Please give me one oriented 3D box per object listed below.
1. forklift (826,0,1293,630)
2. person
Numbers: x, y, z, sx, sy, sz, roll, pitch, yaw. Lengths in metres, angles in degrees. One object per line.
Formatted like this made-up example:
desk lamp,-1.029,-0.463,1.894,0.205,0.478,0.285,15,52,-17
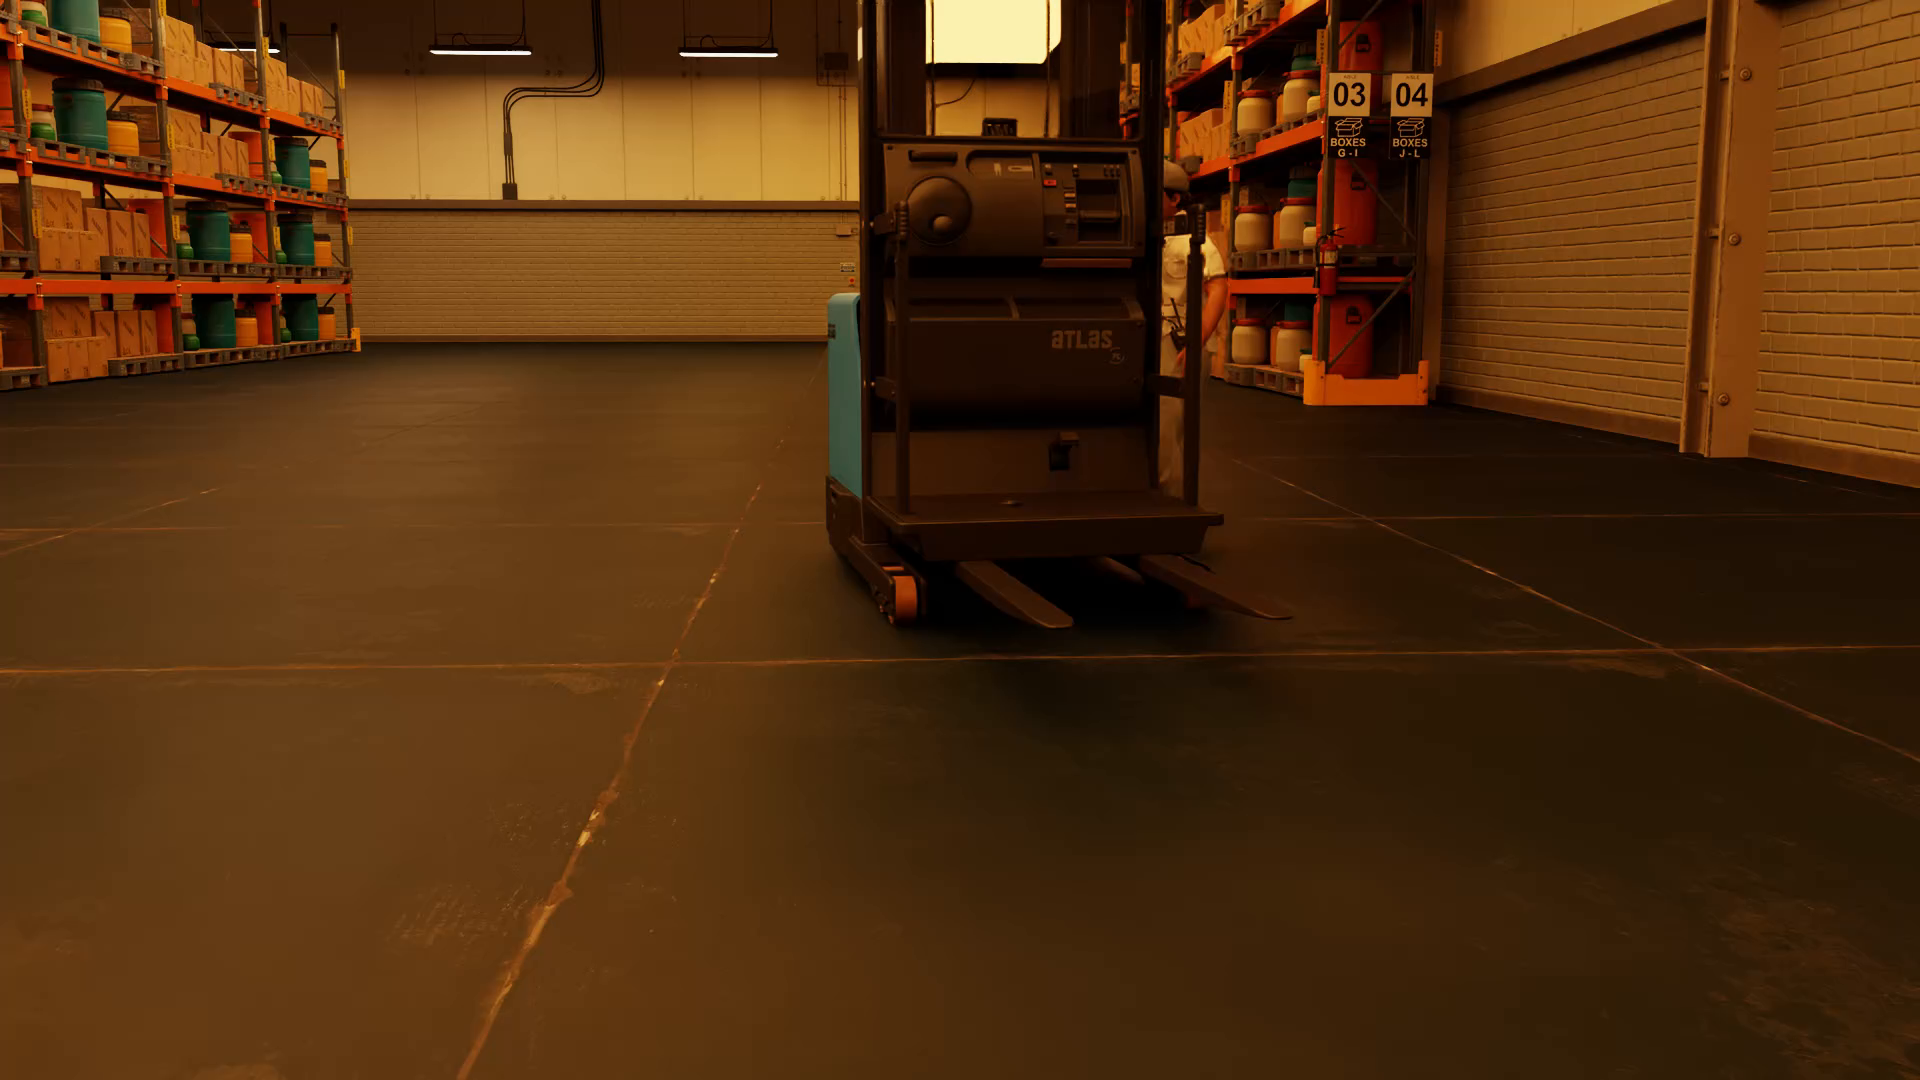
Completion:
forklift,0.240,-1.232,5.628,1.130,2.935,3.031,-2,9,-12
person,0.848,-0.790,7.108,0.473,1.621,0.763,-3,9,-17
